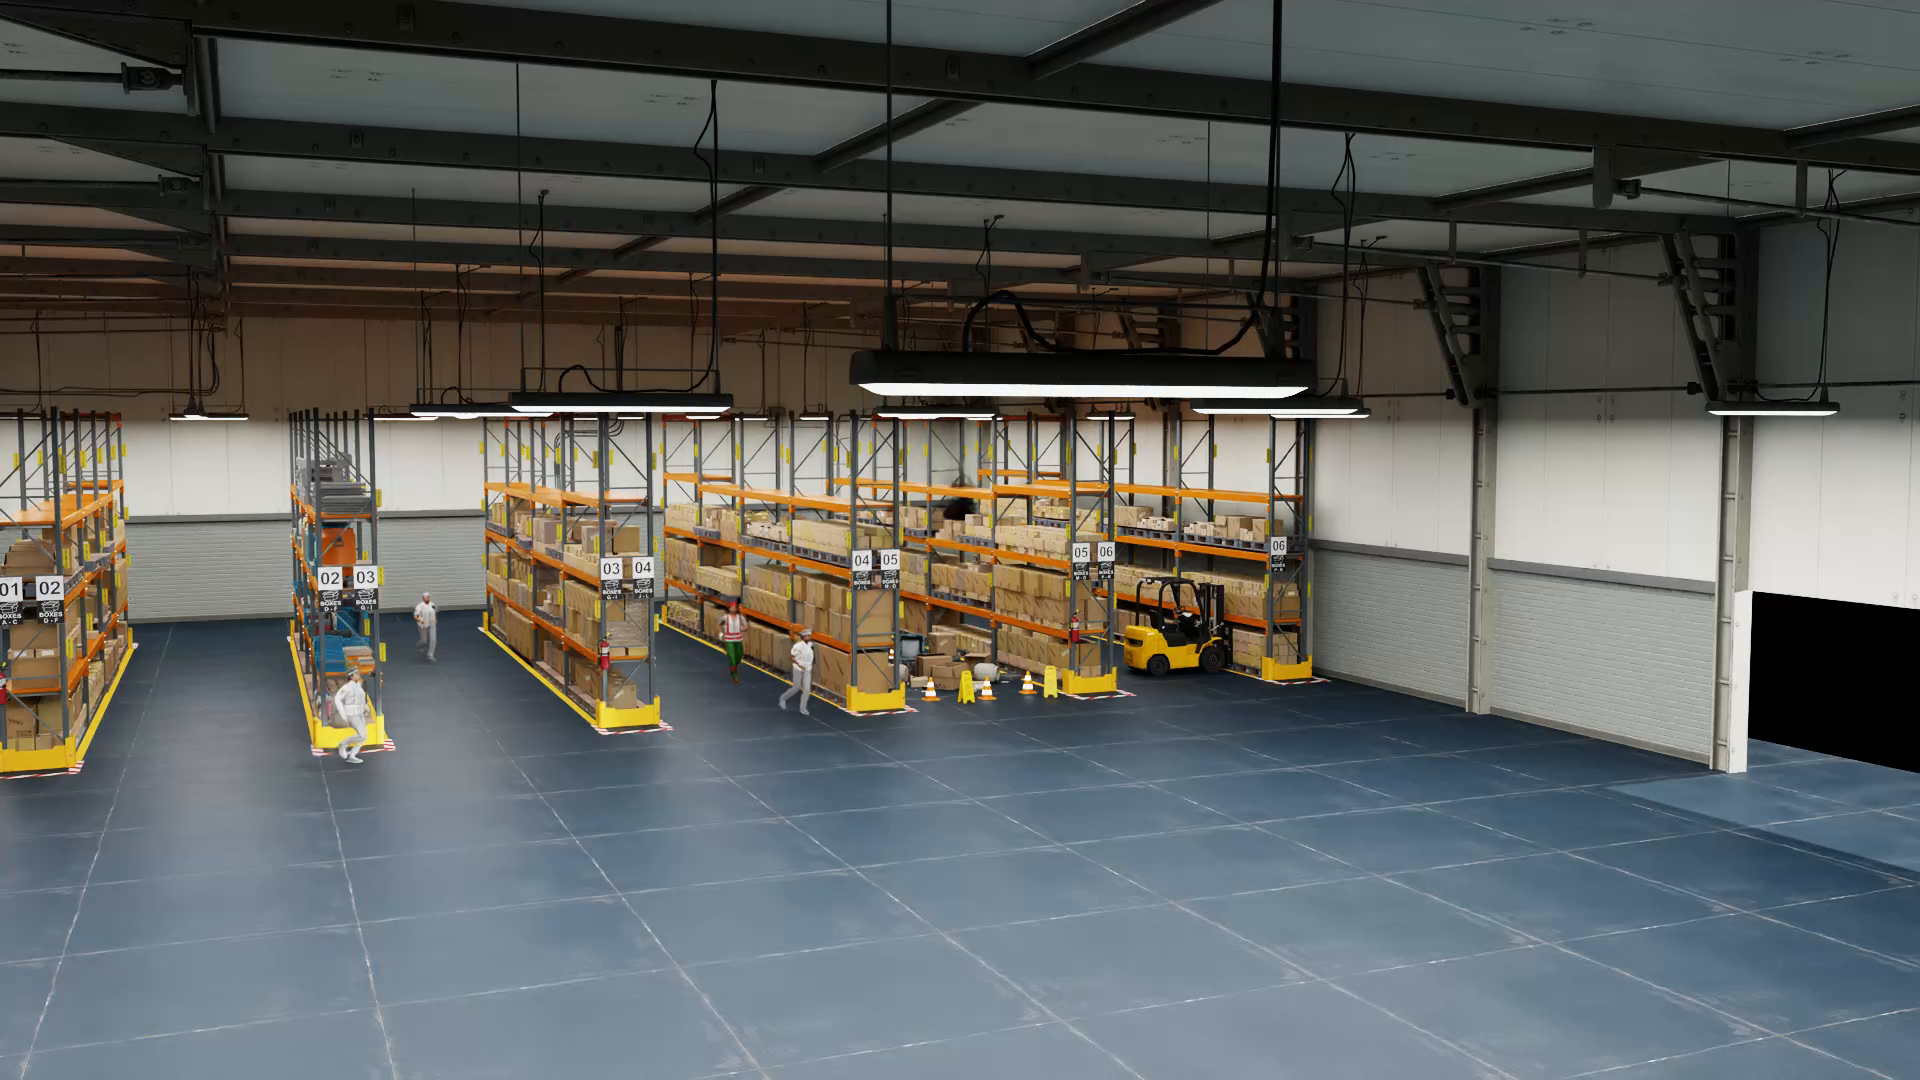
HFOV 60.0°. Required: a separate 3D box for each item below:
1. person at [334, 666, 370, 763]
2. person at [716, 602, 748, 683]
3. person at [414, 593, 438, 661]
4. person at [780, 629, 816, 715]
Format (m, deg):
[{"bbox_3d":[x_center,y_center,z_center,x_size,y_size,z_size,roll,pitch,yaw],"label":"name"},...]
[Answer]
[{"bbox_3d":[-10.211,2.942,28.053,0.513,1.627,0.634,1,4,8],"label":"person"},{"bbox_3d":[-5.017,2.244,36.787,0.655,1.768,0.979,-2,4,-23],"label":"person"},{"bbox_3d":[-12.935,2.092,40.337,0.608,1.647,0.759,-3,5,-40],"label":"person"},{"bbox_3d":[-3.128,2.583,33.001,0.672,1.661,0.783,-4,6,-44],"label":"person"}]
